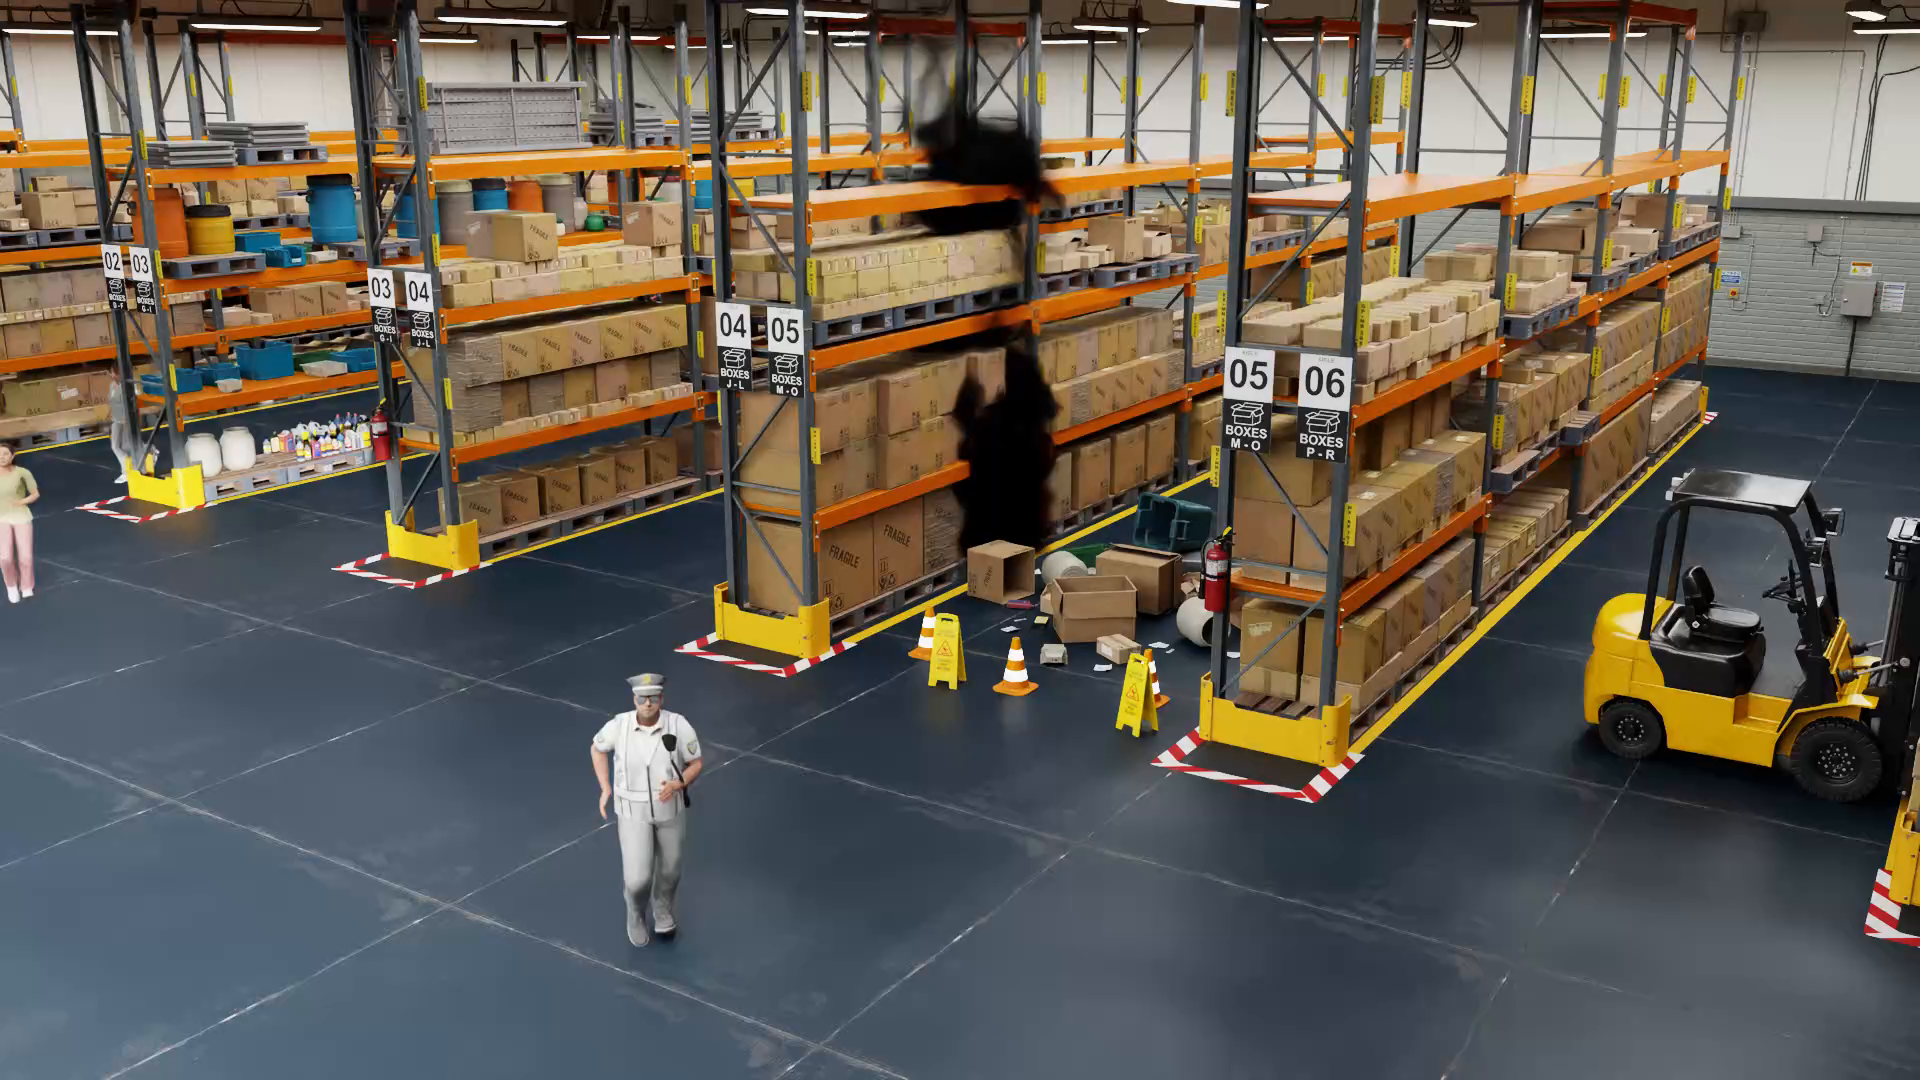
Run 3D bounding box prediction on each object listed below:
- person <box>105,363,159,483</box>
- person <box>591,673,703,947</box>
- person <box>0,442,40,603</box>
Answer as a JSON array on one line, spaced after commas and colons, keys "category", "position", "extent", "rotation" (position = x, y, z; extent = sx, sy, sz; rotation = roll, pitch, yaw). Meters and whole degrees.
[{"category": "person", "position": [-10.981, -1.569, 21.987], "extent": [0.579, 1.564, 0.631], "rotation": [8, 17, 25]}, {"category": "person", "position": [-1.860, 1.645, 10.028], "extent": [0.646, 1.774, 0.675], "rotation": [-4, 16, -15]}, {"category": "person", "position": [-9.525, -0.170, 16.712], "extent": [0.561, 1.633, 0.632], "rotation": [-8, 17, -25]}]
